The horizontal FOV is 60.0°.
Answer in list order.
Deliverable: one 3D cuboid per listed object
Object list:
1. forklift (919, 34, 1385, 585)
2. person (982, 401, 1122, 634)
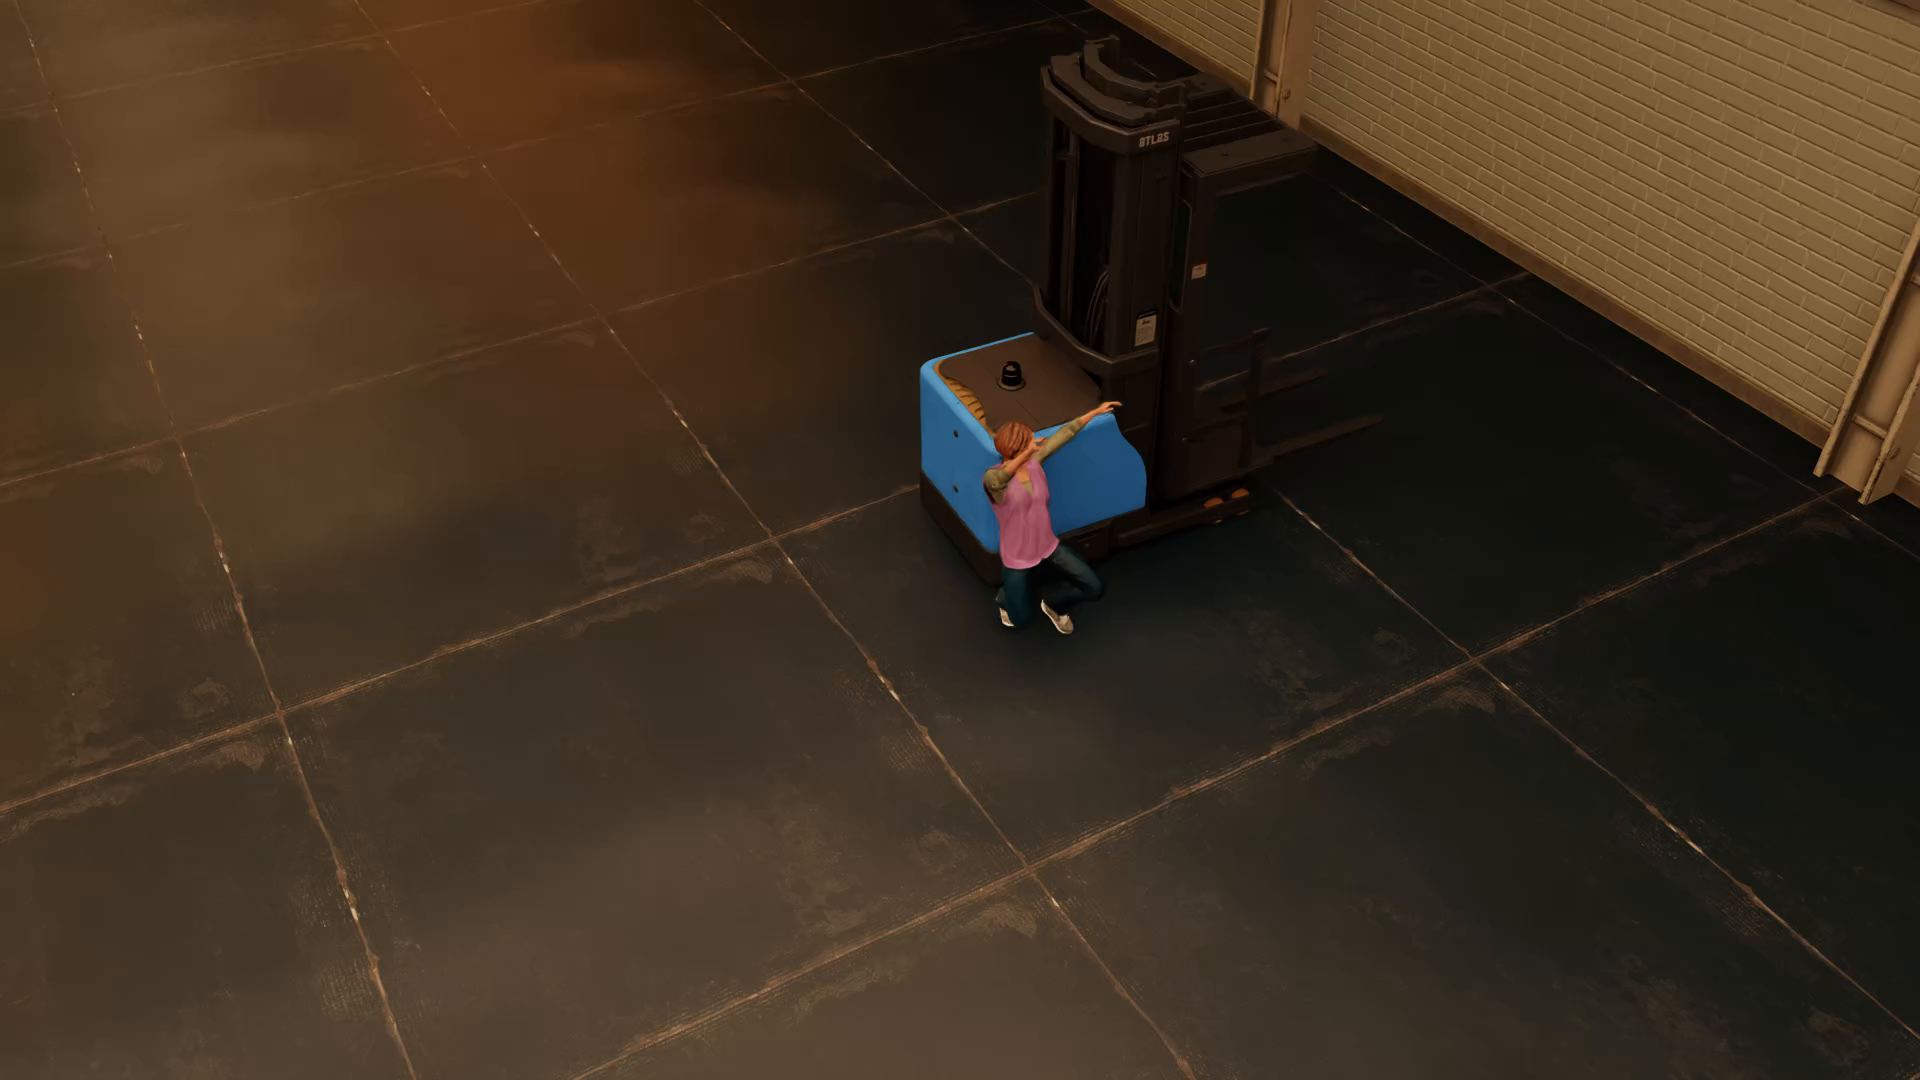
[{"bbox_3d":[1.298,-1.514,9.861,3.031,2.935,1.130,-18,43,-20],"label":"forklift"},{"bbox_3d":[0.562,-0.097,9.277,0.933,1.504,0.728,-22,44,-24],"label":"person"}]
